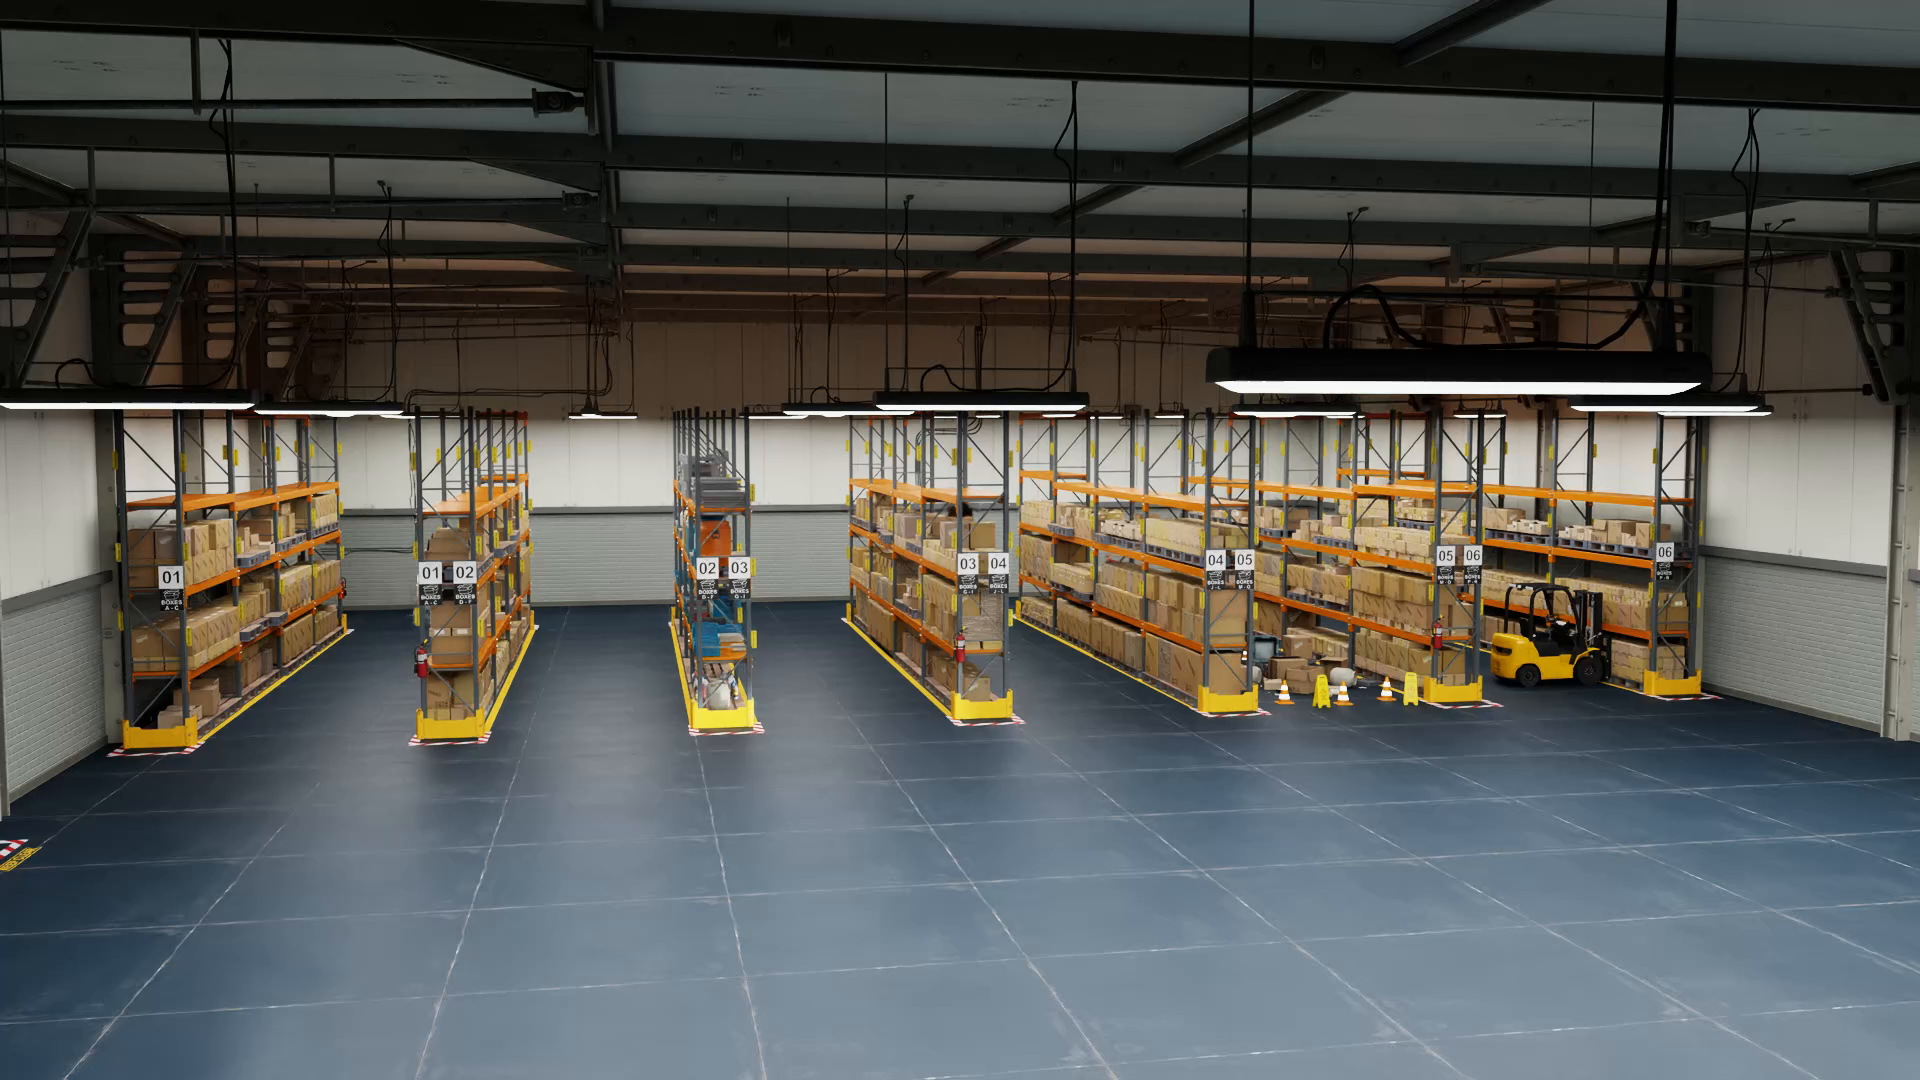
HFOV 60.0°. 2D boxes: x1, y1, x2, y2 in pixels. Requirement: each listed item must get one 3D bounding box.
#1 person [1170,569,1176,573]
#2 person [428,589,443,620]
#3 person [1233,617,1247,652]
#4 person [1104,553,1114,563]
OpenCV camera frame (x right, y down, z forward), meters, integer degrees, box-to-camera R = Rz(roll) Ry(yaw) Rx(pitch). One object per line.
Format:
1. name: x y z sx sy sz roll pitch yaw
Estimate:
1. person: 5.925 1.569 46.454 0.480 1.724 0.583 -1 4 -17
2. person: -14.647 1.526 46.480 0.484 1.774 0.553 -1 4 -10
3. person: 7.001 1.885 41.594 0.484 1.782 0.635 0 4 1
4. person: 4.652 1.237 51.078 0.738 1.690 0.576 -2 4 -25
